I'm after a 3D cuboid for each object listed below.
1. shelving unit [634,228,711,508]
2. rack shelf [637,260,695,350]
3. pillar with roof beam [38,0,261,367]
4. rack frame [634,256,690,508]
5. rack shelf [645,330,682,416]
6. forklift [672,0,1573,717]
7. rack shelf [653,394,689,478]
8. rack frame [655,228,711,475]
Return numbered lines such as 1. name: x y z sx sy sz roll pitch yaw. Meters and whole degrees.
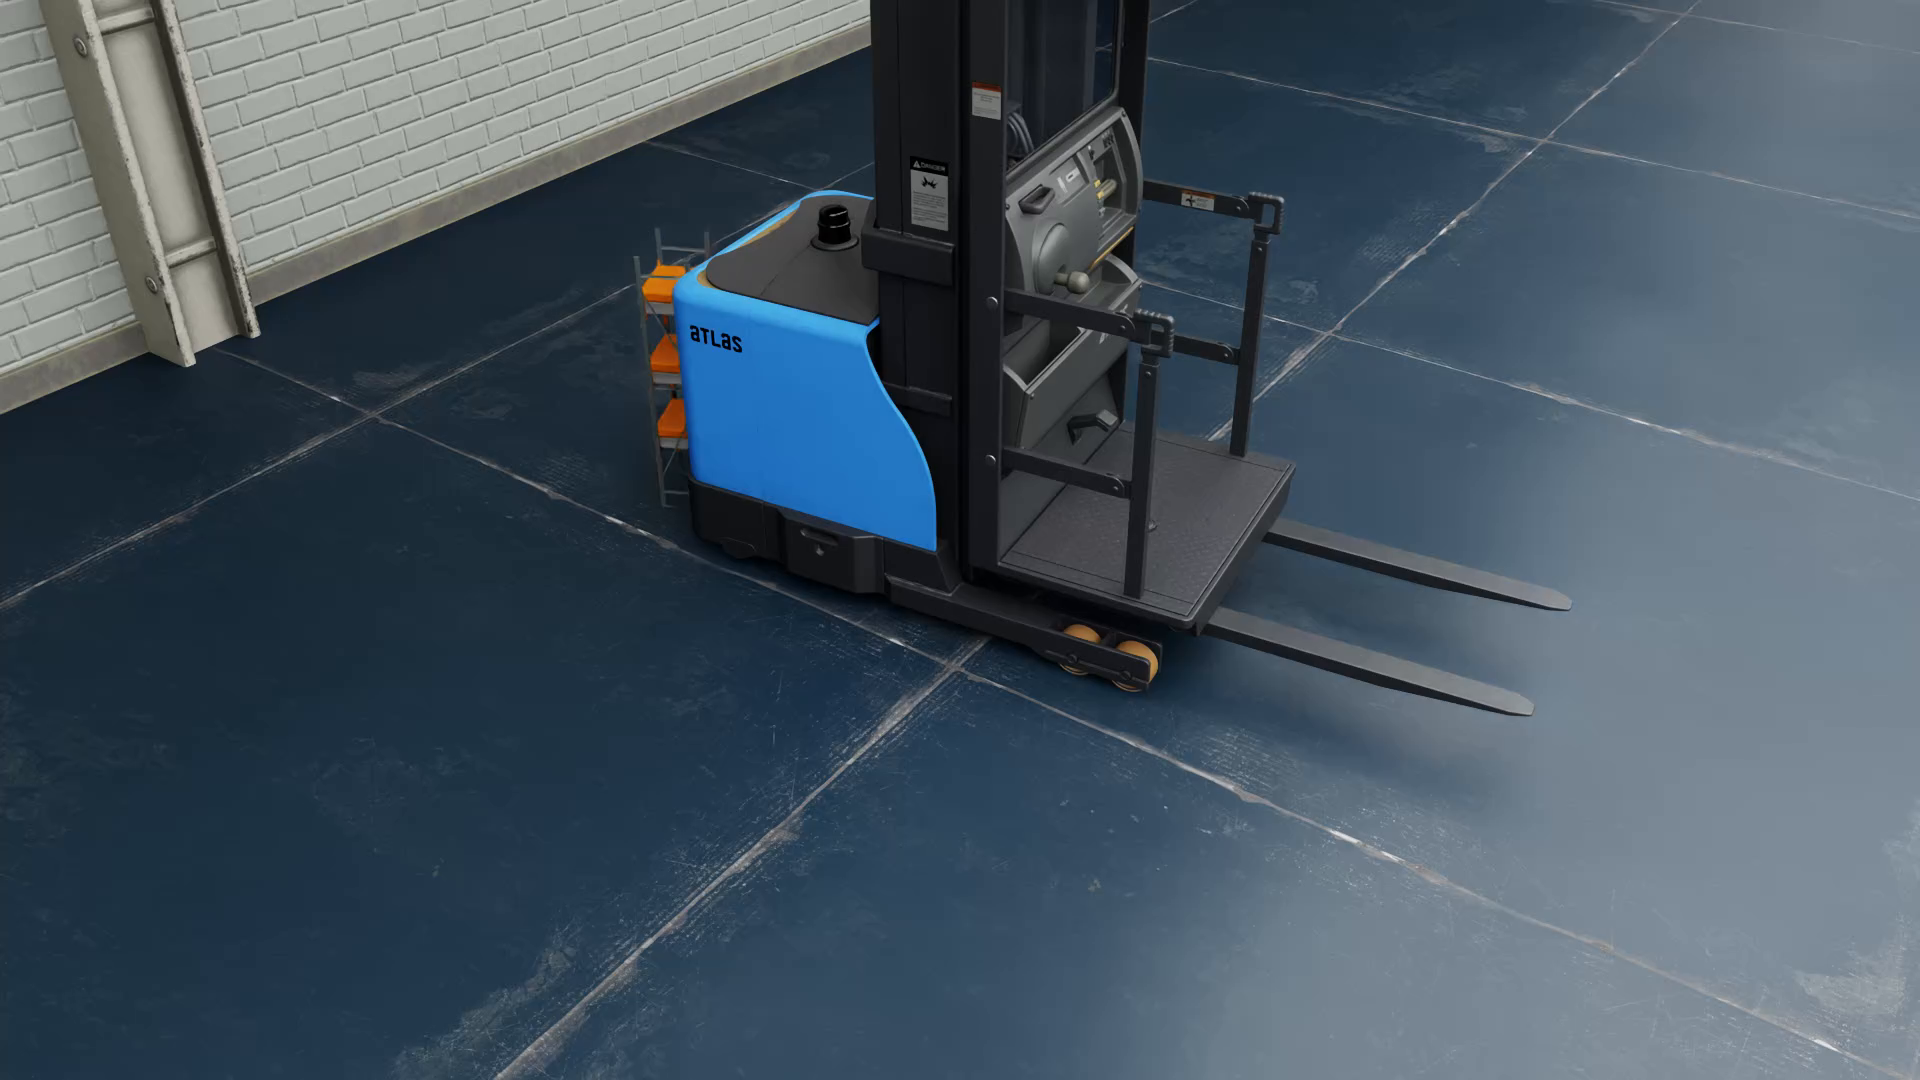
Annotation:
1. shelving unit: -1.033 -0.622 6.231 0.215 1.050 0.252 5 35 7
2. rack shelf: -1.031 -0.848 6.077 0.215 0.259 0.240 5 35 7
3. pillar with roof beam: 0.085 -3.258 3.035 9.100 9.000 0.400 21 39 28
4. rack frame: -1.051 -0.554 6.131 0.200 1.050 0.008 5 35 7
5. rack shelf: -1.033 -0.613 6.237 0.215 0.259 0.240 5 35 7
6. forklift: 0.552 -1.053 5.191 3.031 2.935 1.130 16 37 23
7. rack shelf: -1.034 -0.383 6.393 0.215 0.259 0.240 5 35 7
8. rack frame: -1.014 -0.690 6.331 0.200 1.050 0.008 5 35 7
